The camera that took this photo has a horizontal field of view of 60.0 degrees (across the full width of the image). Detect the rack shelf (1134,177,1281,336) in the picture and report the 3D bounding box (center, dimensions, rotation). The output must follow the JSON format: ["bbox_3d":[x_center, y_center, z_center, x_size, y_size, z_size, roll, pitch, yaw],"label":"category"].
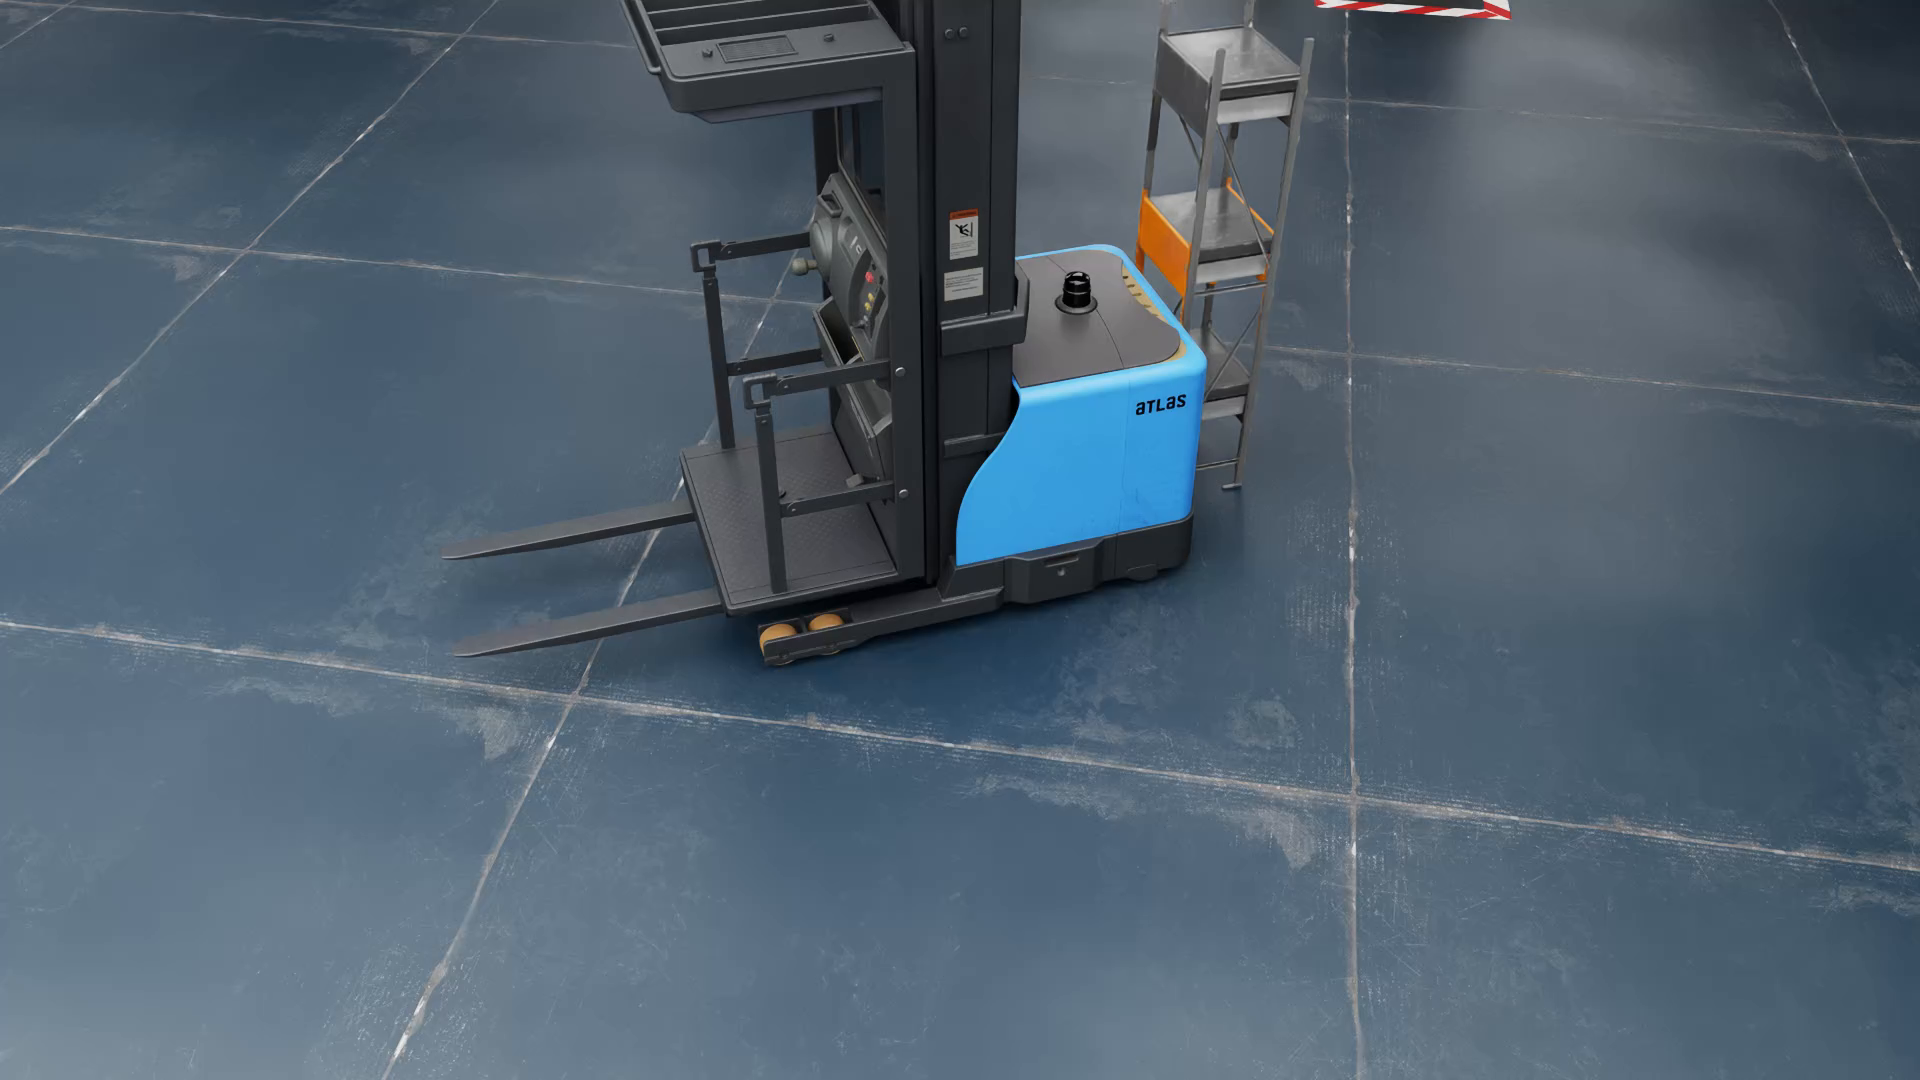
[{"bbox_3d":[1.031,-1.163,7.021,0.431,0.518,0.480,-11,41,-15],"label":"rack shelf"}]

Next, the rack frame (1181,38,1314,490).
[{"bbox_3d":[1.109,-1.026,6.834,0.400,2.100,0.015,-11,41,-15],"label":"rack frame"}]

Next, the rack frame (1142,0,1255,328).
[{"bbox_3d":[0.953,-1.321,7.191,0.400,2.100,0.015,-11,41,-15],"label":"rack frame"}]

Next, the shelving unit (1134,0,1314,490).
[{"bbox_3d":[1.031,-1.173,7.012,0.431,2.100,0.503,-11,41,-15],"label":"shelving unit"}]

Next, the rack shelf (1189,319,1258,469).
[{"bbox_3d":[1.014,-0.620,7.463,0.431,0.518,0.480,-11,41,-15],"label":"rack shelf"}]

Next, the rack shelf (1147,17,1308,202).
[{"bbox_3d":[1.048,-1.706,6.579,0.431,0.518,0.480,-11,41,-15],"label":"rack shelf"}]

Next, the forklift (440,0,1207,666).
[{"bbox_3d":[-0.598,-1.008,6.169,3.031,2.935,1.130,-11,41,-14],"label":"forklift"}]
